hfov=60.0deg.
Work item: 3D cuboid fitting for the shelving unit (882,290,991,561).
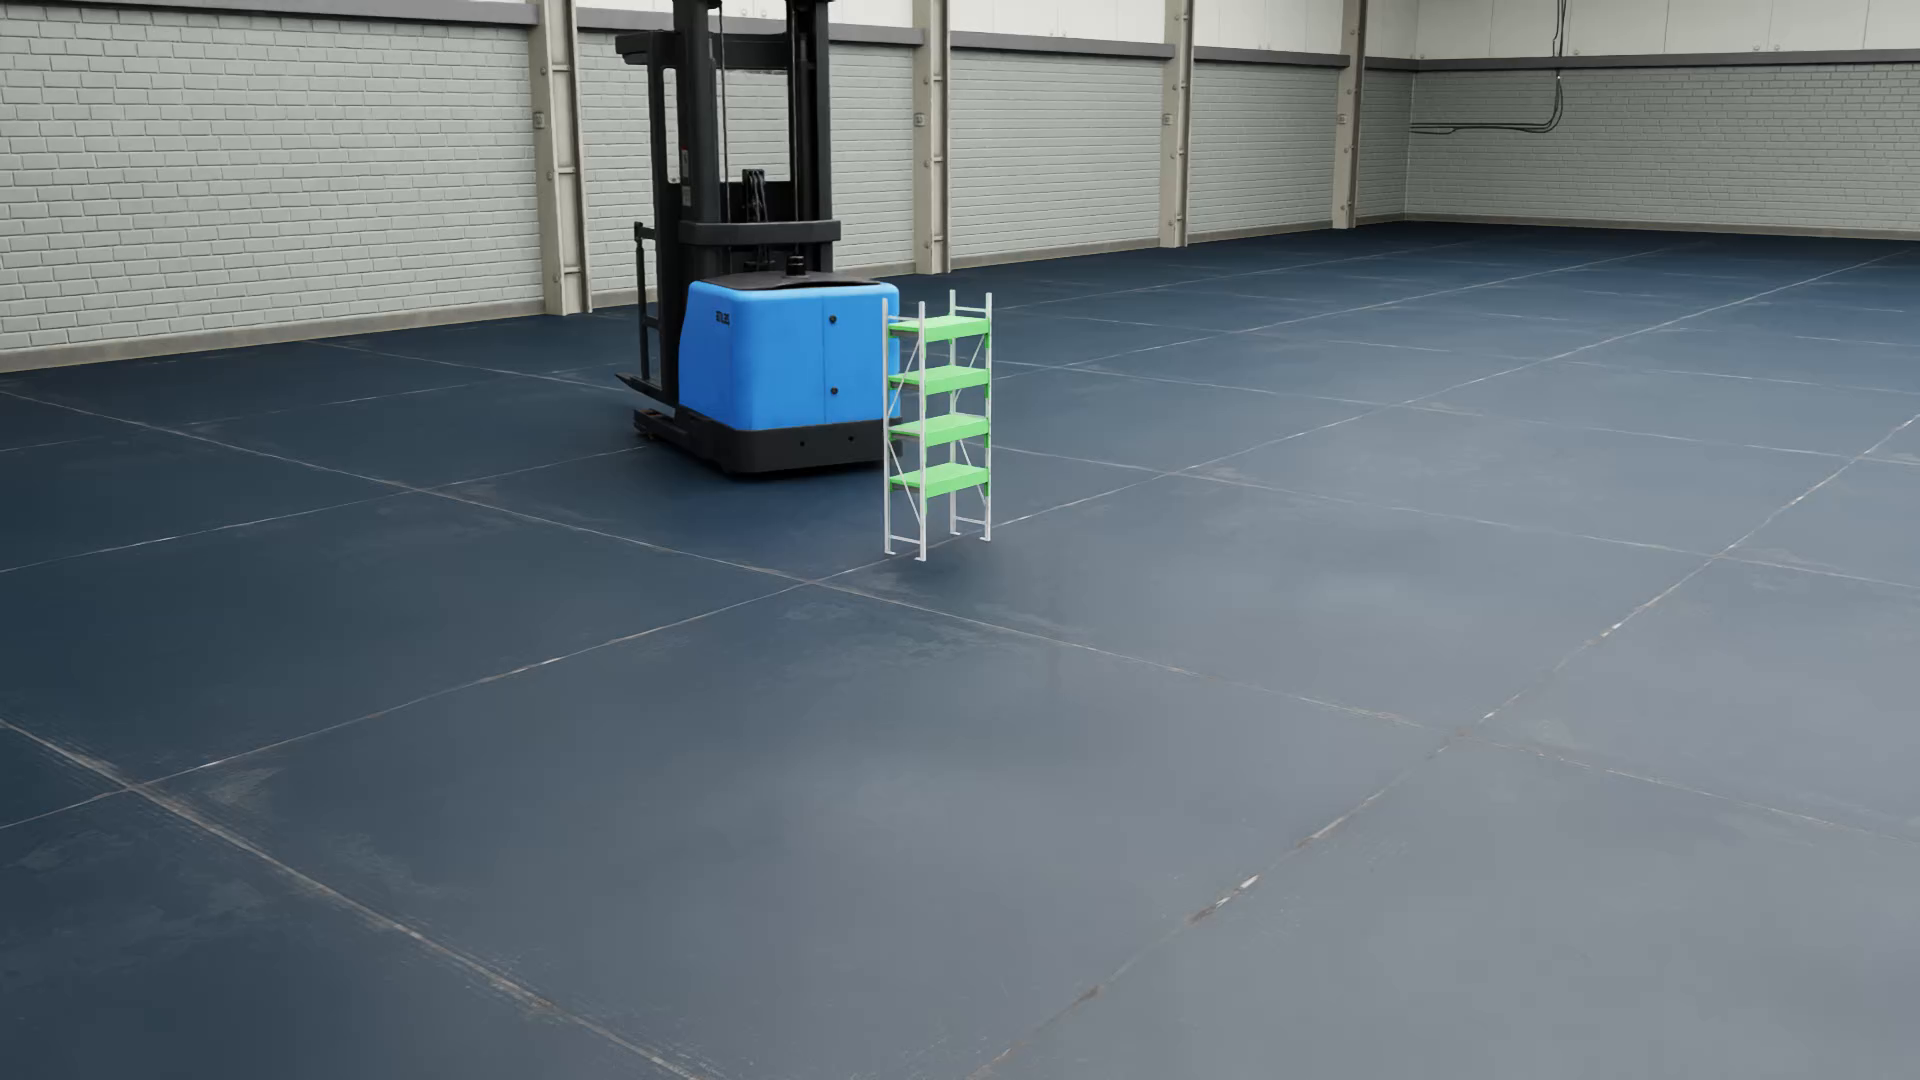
[{"bbox_3d":[-0.104,-0.550,7.850,0.258,1.200,0.503,11,18,38],"label":"shelving unit"}]

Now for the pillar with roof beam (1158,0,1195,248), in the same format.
[{"bbox_3d":[6.753,-8.395,22.892,9.100,9.000,0.400,11,18,38],"label":"pillar with roof beam"}]

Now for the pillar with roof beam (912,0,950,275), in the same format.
[{"bbox_3d":[2.982,-7.246,18.369,9.100,9.000,0.400,11,18,38],"label":"pillar with roof beam"}]

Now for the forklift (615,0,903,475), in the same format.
[{"bbox_3d":[-1.467,-2.106,10.461,1.130,2.935,3.031,-7,16,-27],"label":"forklift"}]

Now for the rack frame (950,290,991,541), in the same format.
[{"bbox_3d":[0.049,-0.597,8.034,0.240,1.200,0.015,11,18,38],"label":"rack frame"}]

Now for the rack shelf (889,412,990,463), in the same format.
[{"bbox_3d":[-0.104,-0.488,7.866,0.258,0.148,0.480,11,18,38],"label":"rack shelf"}]

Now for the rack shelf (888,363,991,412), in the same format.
[{"bbox_3d":[-0.104,-0.721,7.807,0.258,0.148,0.480,11,18,38],"label":"rack shelf"}]

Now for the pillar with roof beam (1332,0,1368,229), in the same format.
[{"bbox_3d":[10.524,-9.544,27.415,9.100,9.000,0.400,11,18,38],"label":"pillar with roof beam"}]

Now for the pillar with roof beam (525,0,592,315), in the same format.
[{"bbox_3d":[-0.789,-6.097,13.846,9.100,9.000,0.400,11,18,38],"label":"pillar with roof beam"}]

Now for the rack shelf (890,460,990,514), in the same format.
[{"bbox_3d":[-0.104,-0.255,7.925,0.258,0.148,0.480,11,18,38],"label":"rack shelf"}]

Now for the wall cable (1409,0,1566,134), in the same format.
[{"bbox_3d":[10.055,-9.065,31.835,3.097,2.526,0.112,11,18,38],"label":"wall cable"}]

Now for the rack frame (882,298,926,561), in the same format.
[{"bbox_3d":[-0.257,-0.503,7.666,0.240,1.200,0.015,11,18,38],"label":"rack frame"}]

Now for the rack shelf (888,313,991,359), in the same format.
[{"bbox_3d":[-0.104,-0.953,7.748,0.258,0.148,0.480,11,18,38],"label":"rack shelf"}]
